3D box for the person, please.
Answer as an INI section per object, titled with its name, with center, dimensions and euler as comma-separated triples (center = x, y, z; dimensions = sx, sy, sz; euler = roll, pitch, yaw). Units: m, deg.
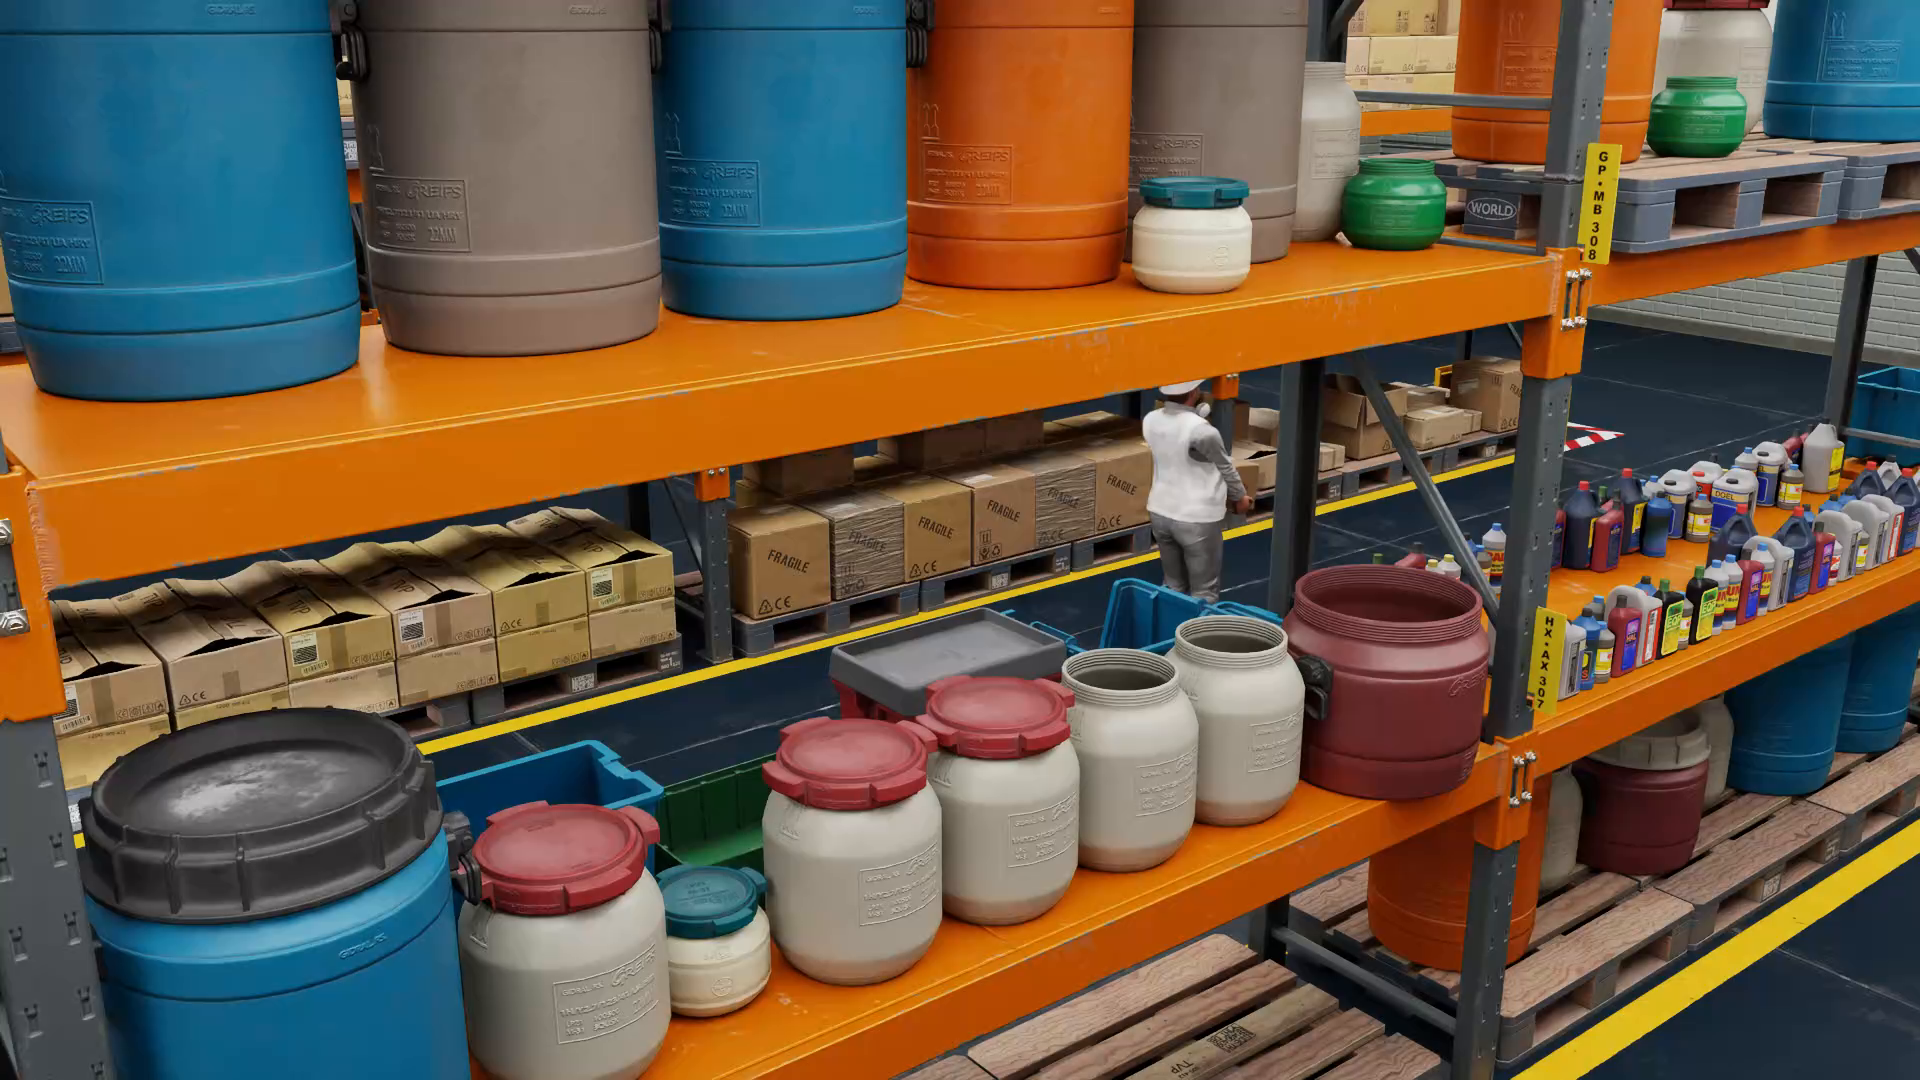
[person]
center = 1.280, -0.146, 8.986
dimensions = 0.563, 1.762, 0.494
euler = -13, 22, -36
